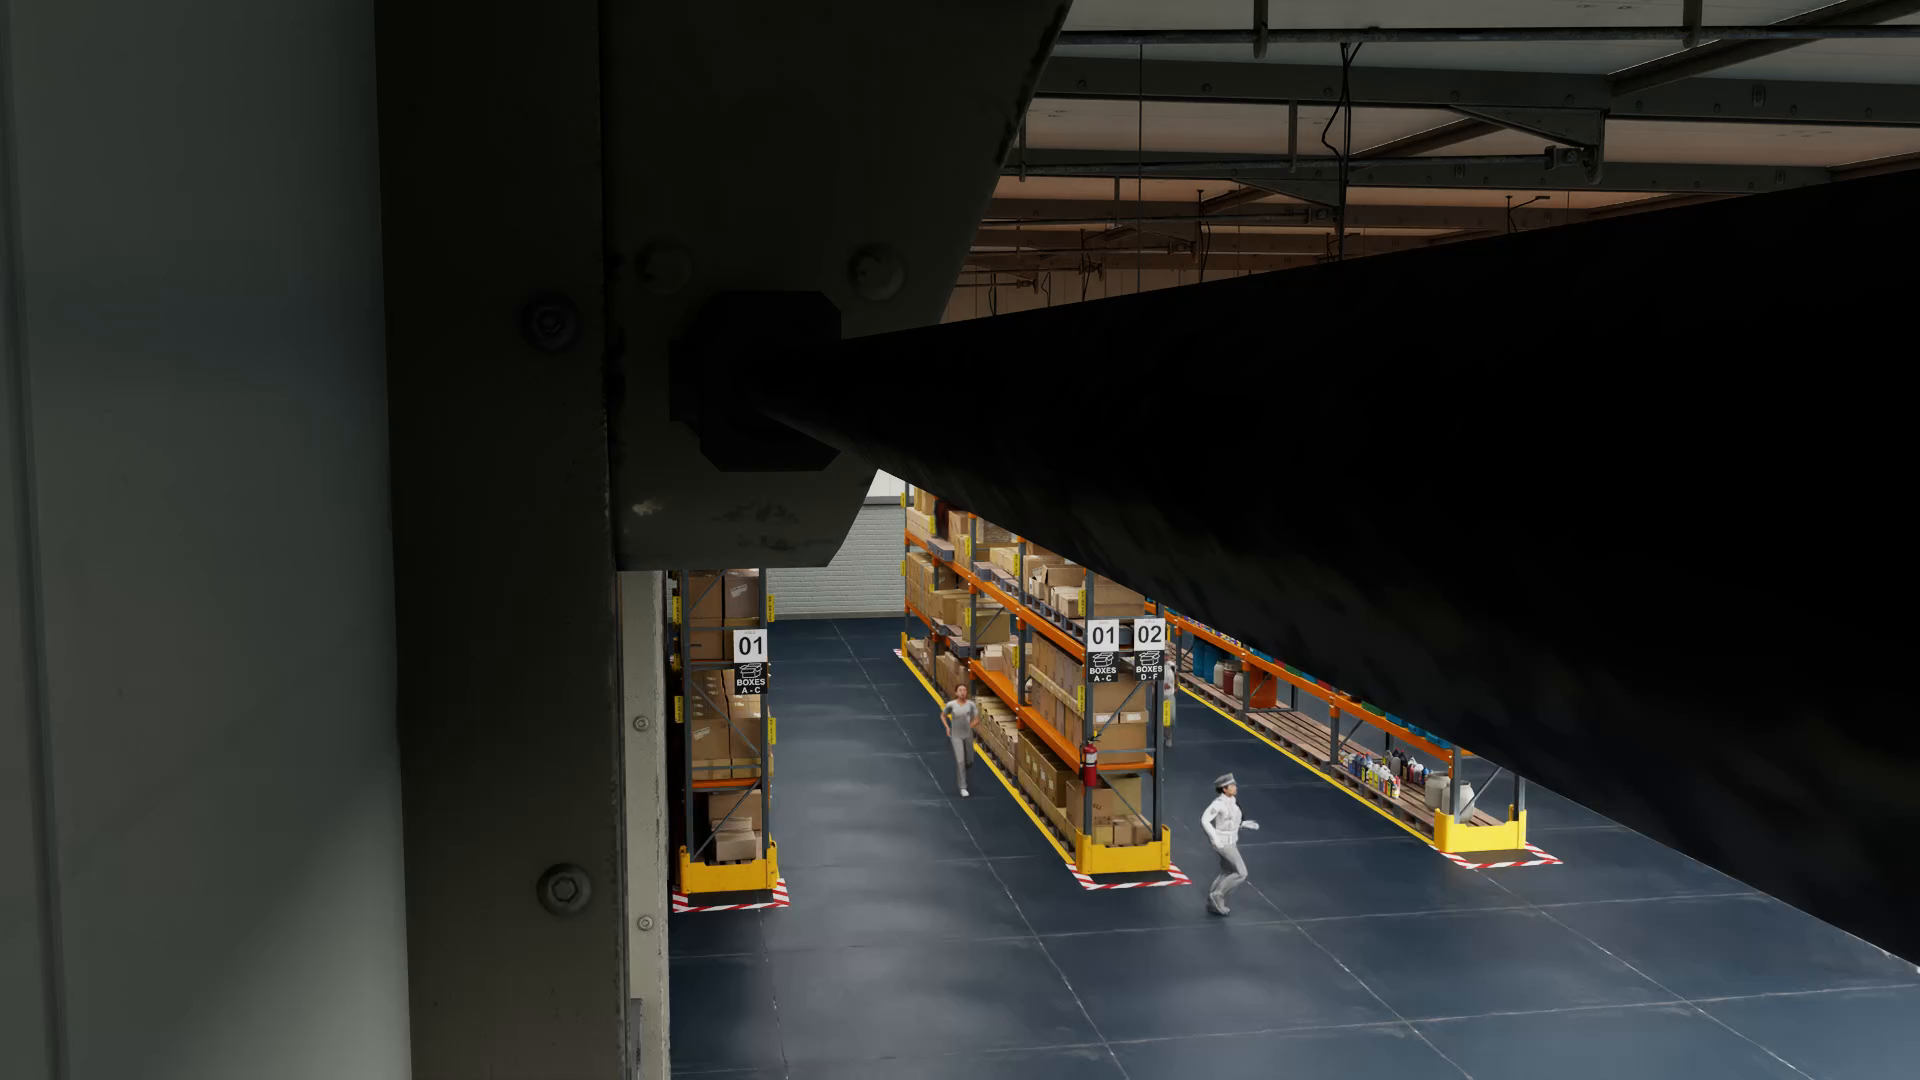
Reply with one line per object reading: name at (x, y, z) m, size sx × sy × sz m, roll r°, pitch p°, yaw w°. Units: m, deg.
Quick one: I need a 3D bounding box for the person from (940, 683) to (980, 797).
person at (0.011, 2.940, 24.808) m, size 0.577 × 1.640 × 0.859 m, roll -1°, pitch 6°, yaw -12°

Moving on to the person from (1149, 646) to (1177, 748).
person at (3.414, 2.626, 27.796) m, size 0.584 × 1.750 × 0.718 m, roll -1°, pitch 6°, yaw -14°

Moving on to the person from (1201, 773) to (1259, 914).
person at (3.130, 3.507, 19.222) m, size 0.594 × 1.658 × 0.625 m, roll 2°, pitch 6°, yaw 23°

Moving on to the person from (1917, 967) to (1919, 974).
person at (10.049, 3.690, 17.265) m, size 0.652 × 1.739 × 0.712 m, roll 1°, pitch 6°, yaw 14°
